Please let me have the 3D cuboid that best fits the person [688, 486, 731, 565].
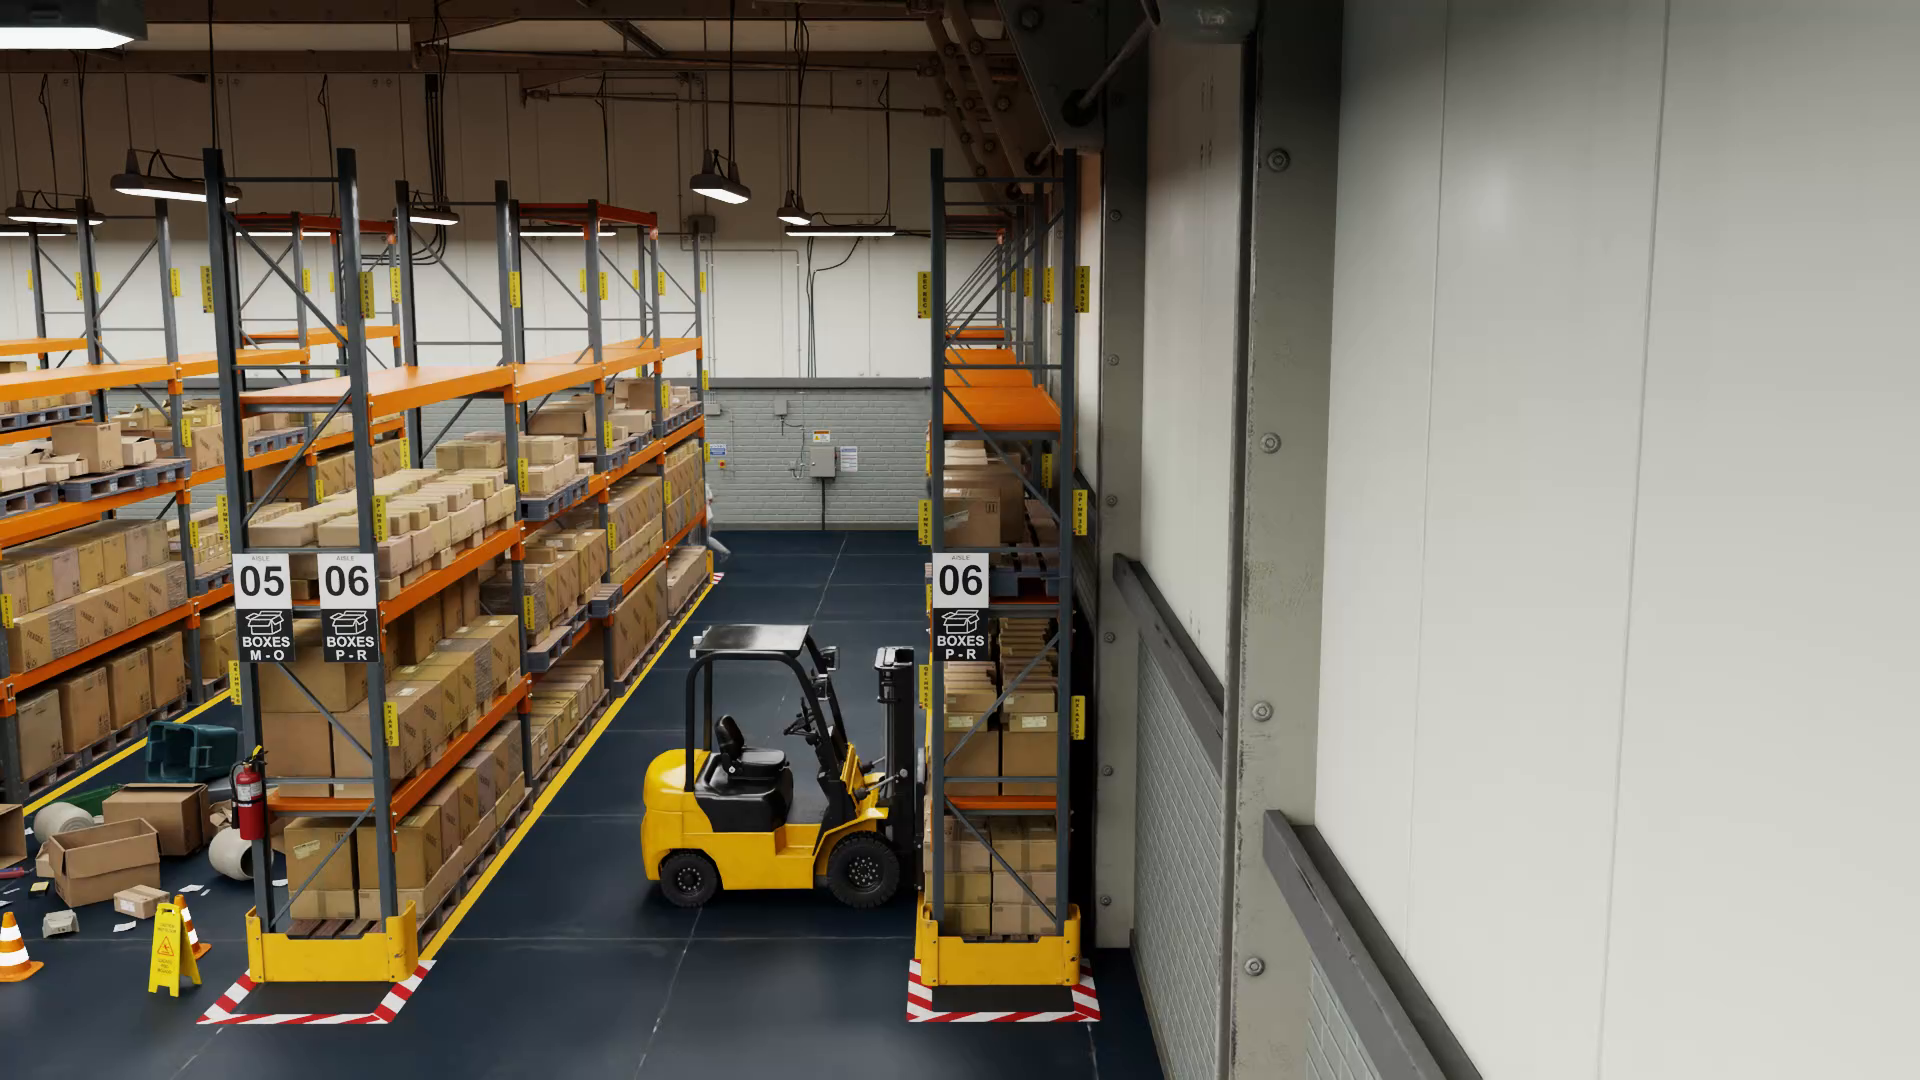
[{"bbox_3d":[-4.549,-0.362,29.163,0.857,1.738,0.725,3,10,18],"label":"person"}]
